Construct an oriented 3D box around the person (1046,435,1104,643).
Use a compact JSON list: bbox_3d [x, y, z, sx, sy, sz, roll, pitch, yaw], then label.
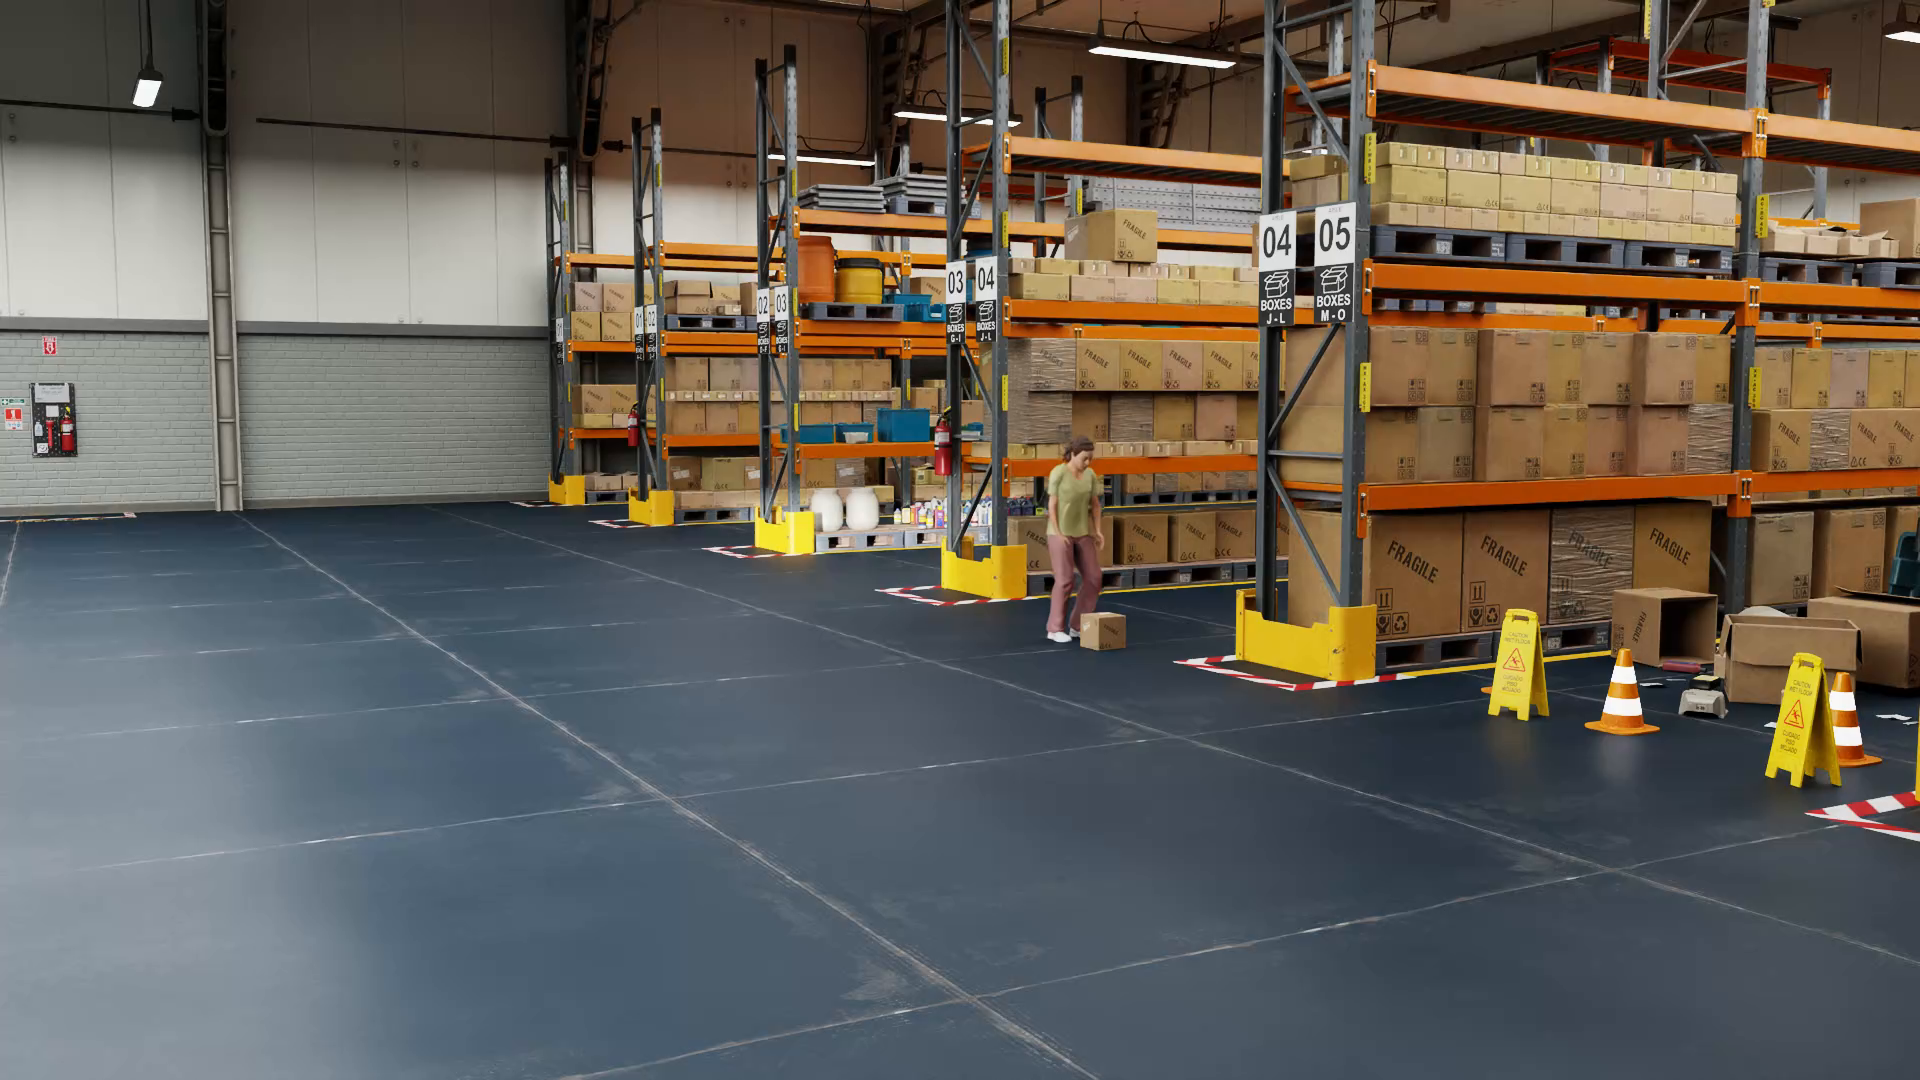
[{"bbox_3d":[0.904,-0.016,13.036,0.474,1.617,0.406,-3,6,-27],"label":"person"}]
